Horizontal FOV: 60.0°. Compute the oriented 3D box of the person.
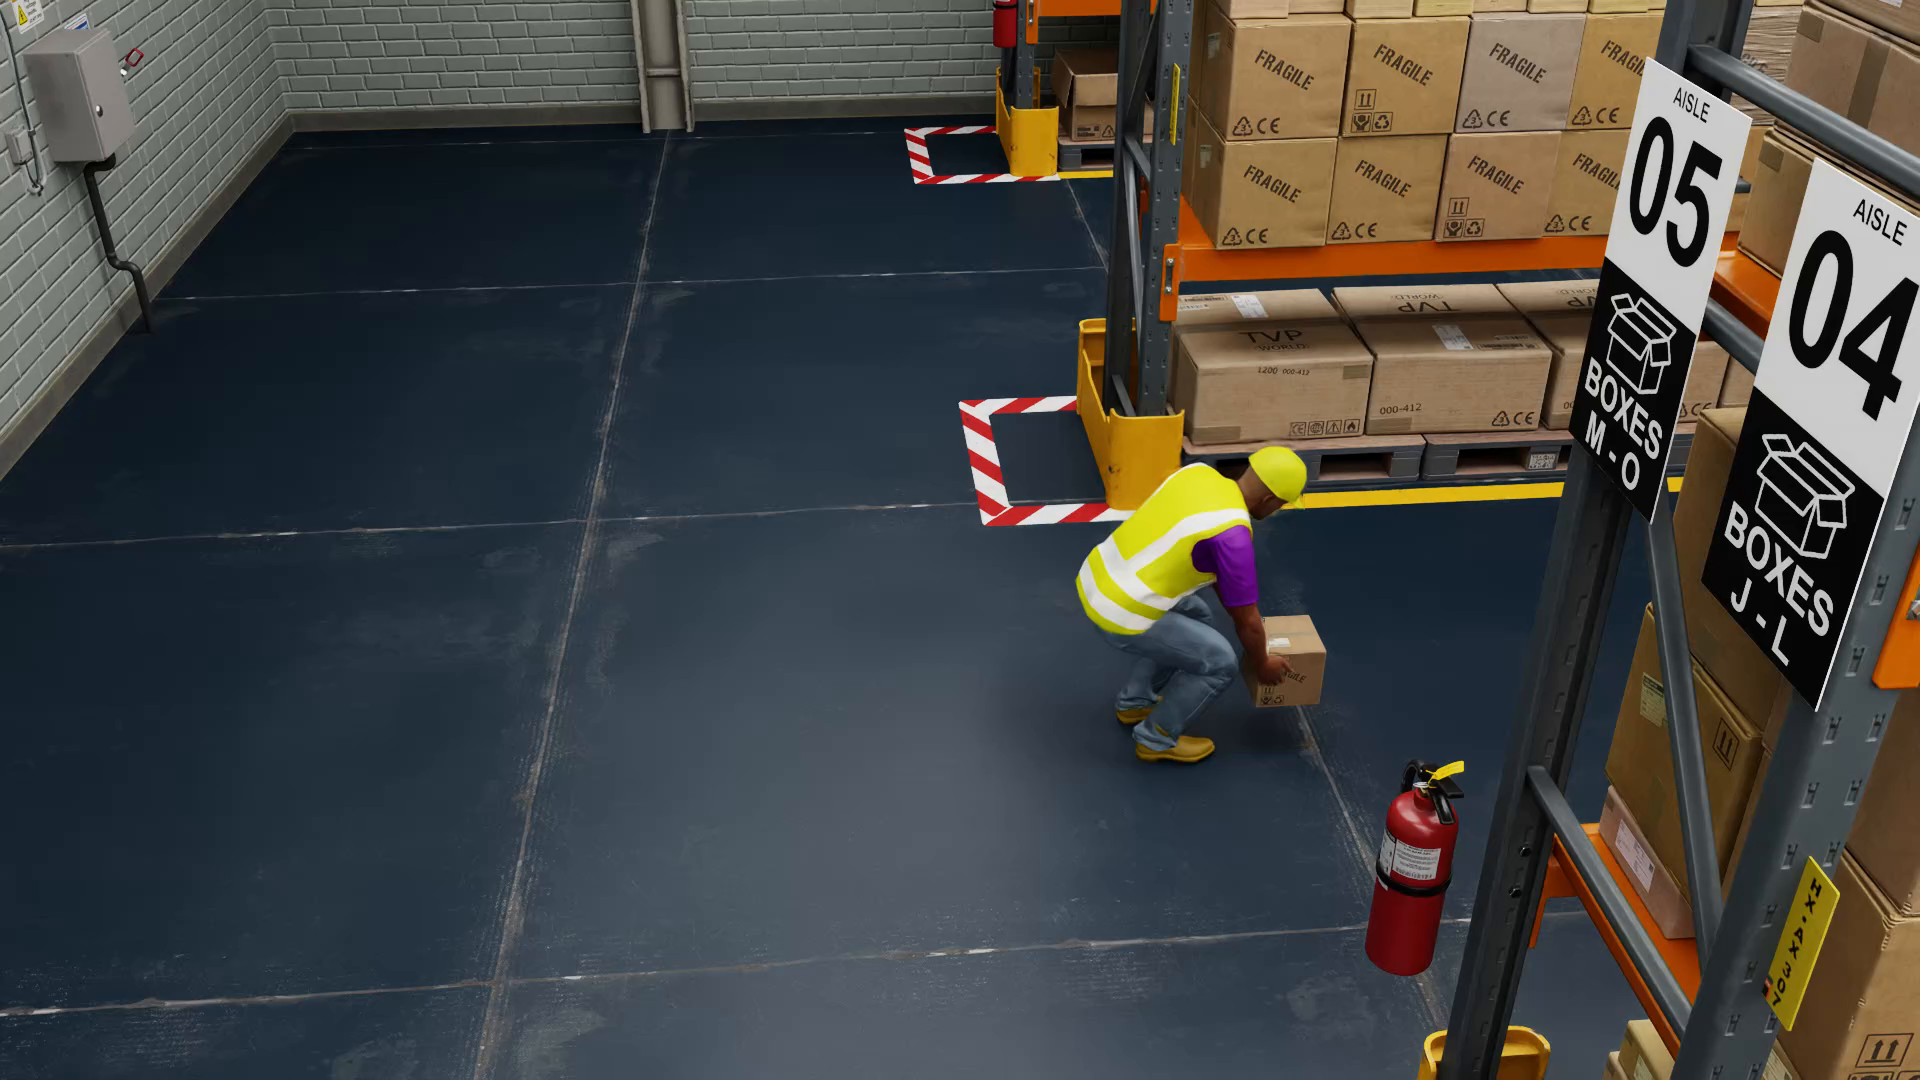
[{"bbox_3d":[0.851,0.213,6.275,0.831,1.233,0.623,-3,31,-5],"label":"person"}]
